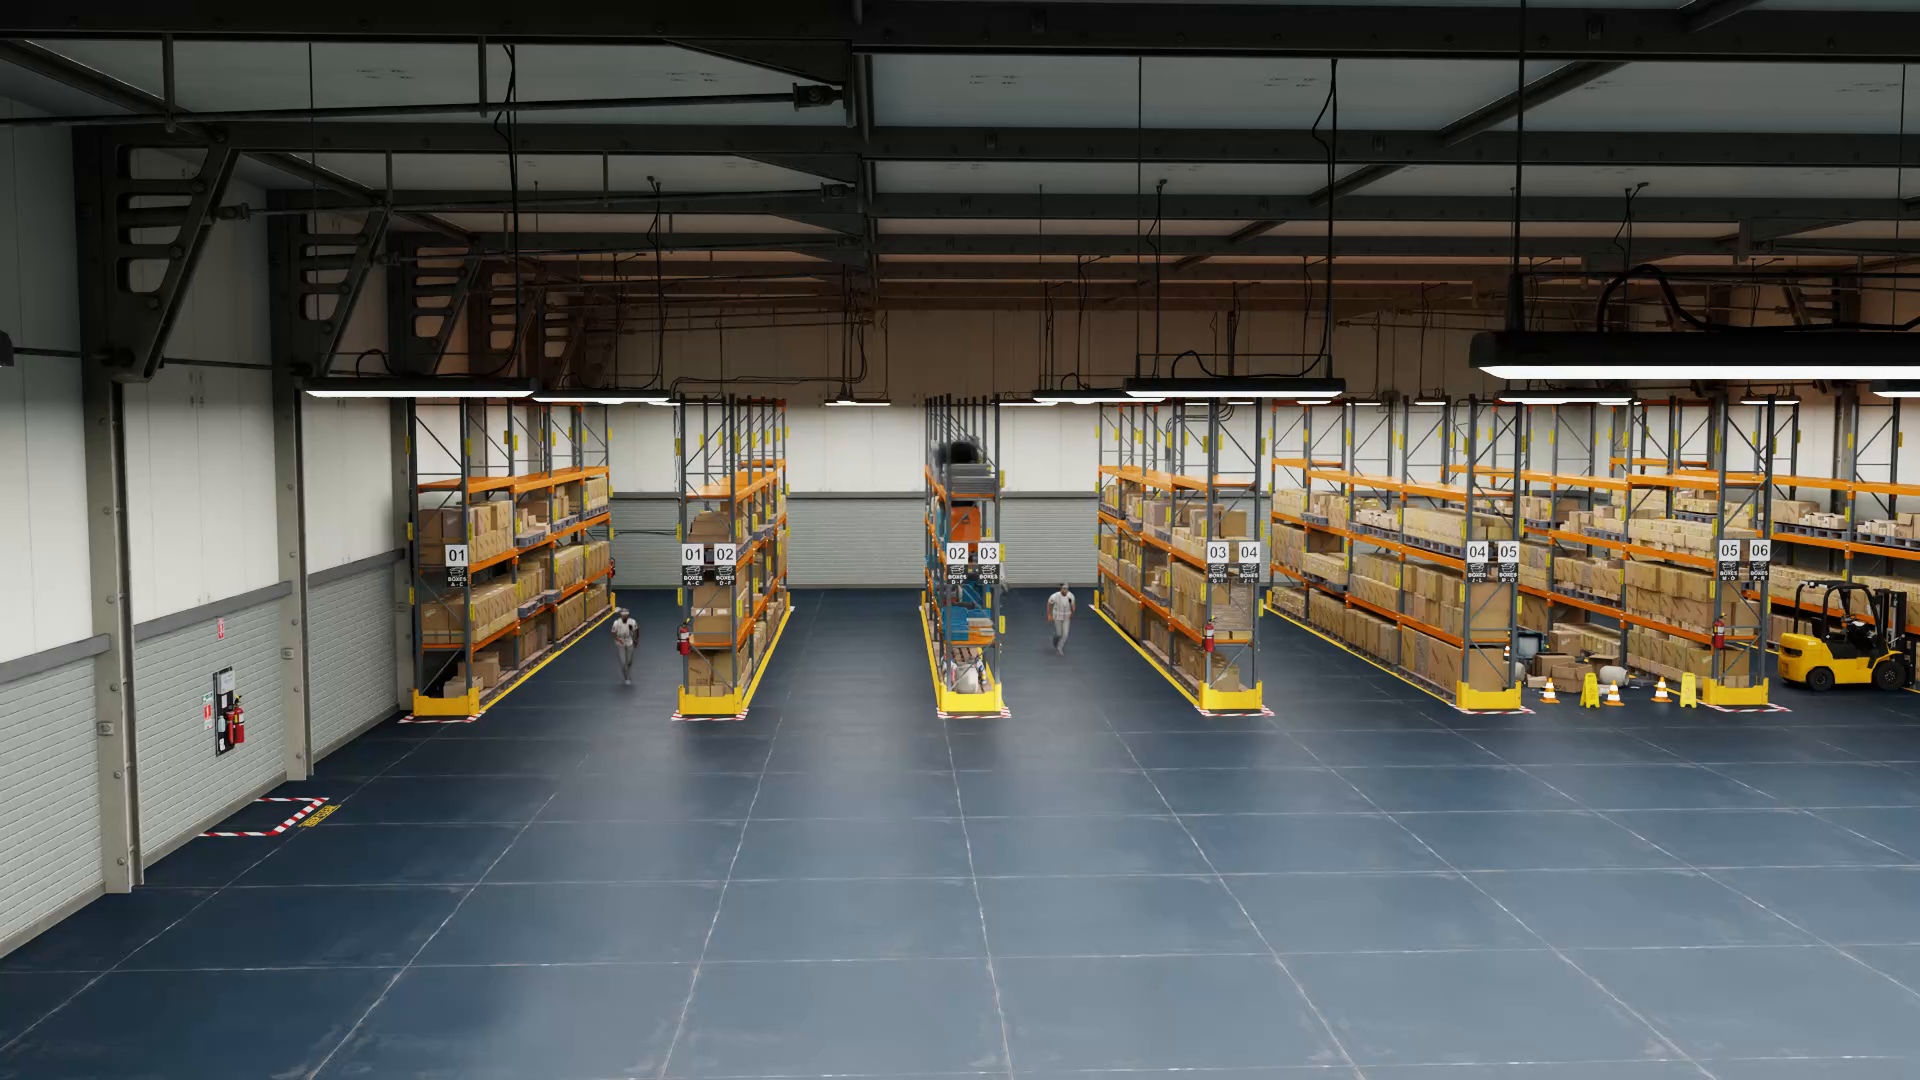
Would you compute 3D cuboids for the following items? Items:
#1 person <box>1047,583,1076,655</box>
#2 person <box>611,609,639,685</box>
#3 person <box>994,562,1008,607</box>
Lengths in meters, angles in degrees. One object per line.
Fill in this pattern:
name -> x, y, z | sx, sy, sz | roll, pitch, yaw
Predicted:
person -> 2.366, 1.815, 38.796 | 0.654, 1.710, 0.678 | -1, 5, -18
person -> -6.969, 2.205, 34.637 | 0.558, 1.622, 0.689 | 0, 5, -6
person -> 1.096, 1.144, 47.772 | 0.622, 1.613, 0.514 | -4, 6, -41
